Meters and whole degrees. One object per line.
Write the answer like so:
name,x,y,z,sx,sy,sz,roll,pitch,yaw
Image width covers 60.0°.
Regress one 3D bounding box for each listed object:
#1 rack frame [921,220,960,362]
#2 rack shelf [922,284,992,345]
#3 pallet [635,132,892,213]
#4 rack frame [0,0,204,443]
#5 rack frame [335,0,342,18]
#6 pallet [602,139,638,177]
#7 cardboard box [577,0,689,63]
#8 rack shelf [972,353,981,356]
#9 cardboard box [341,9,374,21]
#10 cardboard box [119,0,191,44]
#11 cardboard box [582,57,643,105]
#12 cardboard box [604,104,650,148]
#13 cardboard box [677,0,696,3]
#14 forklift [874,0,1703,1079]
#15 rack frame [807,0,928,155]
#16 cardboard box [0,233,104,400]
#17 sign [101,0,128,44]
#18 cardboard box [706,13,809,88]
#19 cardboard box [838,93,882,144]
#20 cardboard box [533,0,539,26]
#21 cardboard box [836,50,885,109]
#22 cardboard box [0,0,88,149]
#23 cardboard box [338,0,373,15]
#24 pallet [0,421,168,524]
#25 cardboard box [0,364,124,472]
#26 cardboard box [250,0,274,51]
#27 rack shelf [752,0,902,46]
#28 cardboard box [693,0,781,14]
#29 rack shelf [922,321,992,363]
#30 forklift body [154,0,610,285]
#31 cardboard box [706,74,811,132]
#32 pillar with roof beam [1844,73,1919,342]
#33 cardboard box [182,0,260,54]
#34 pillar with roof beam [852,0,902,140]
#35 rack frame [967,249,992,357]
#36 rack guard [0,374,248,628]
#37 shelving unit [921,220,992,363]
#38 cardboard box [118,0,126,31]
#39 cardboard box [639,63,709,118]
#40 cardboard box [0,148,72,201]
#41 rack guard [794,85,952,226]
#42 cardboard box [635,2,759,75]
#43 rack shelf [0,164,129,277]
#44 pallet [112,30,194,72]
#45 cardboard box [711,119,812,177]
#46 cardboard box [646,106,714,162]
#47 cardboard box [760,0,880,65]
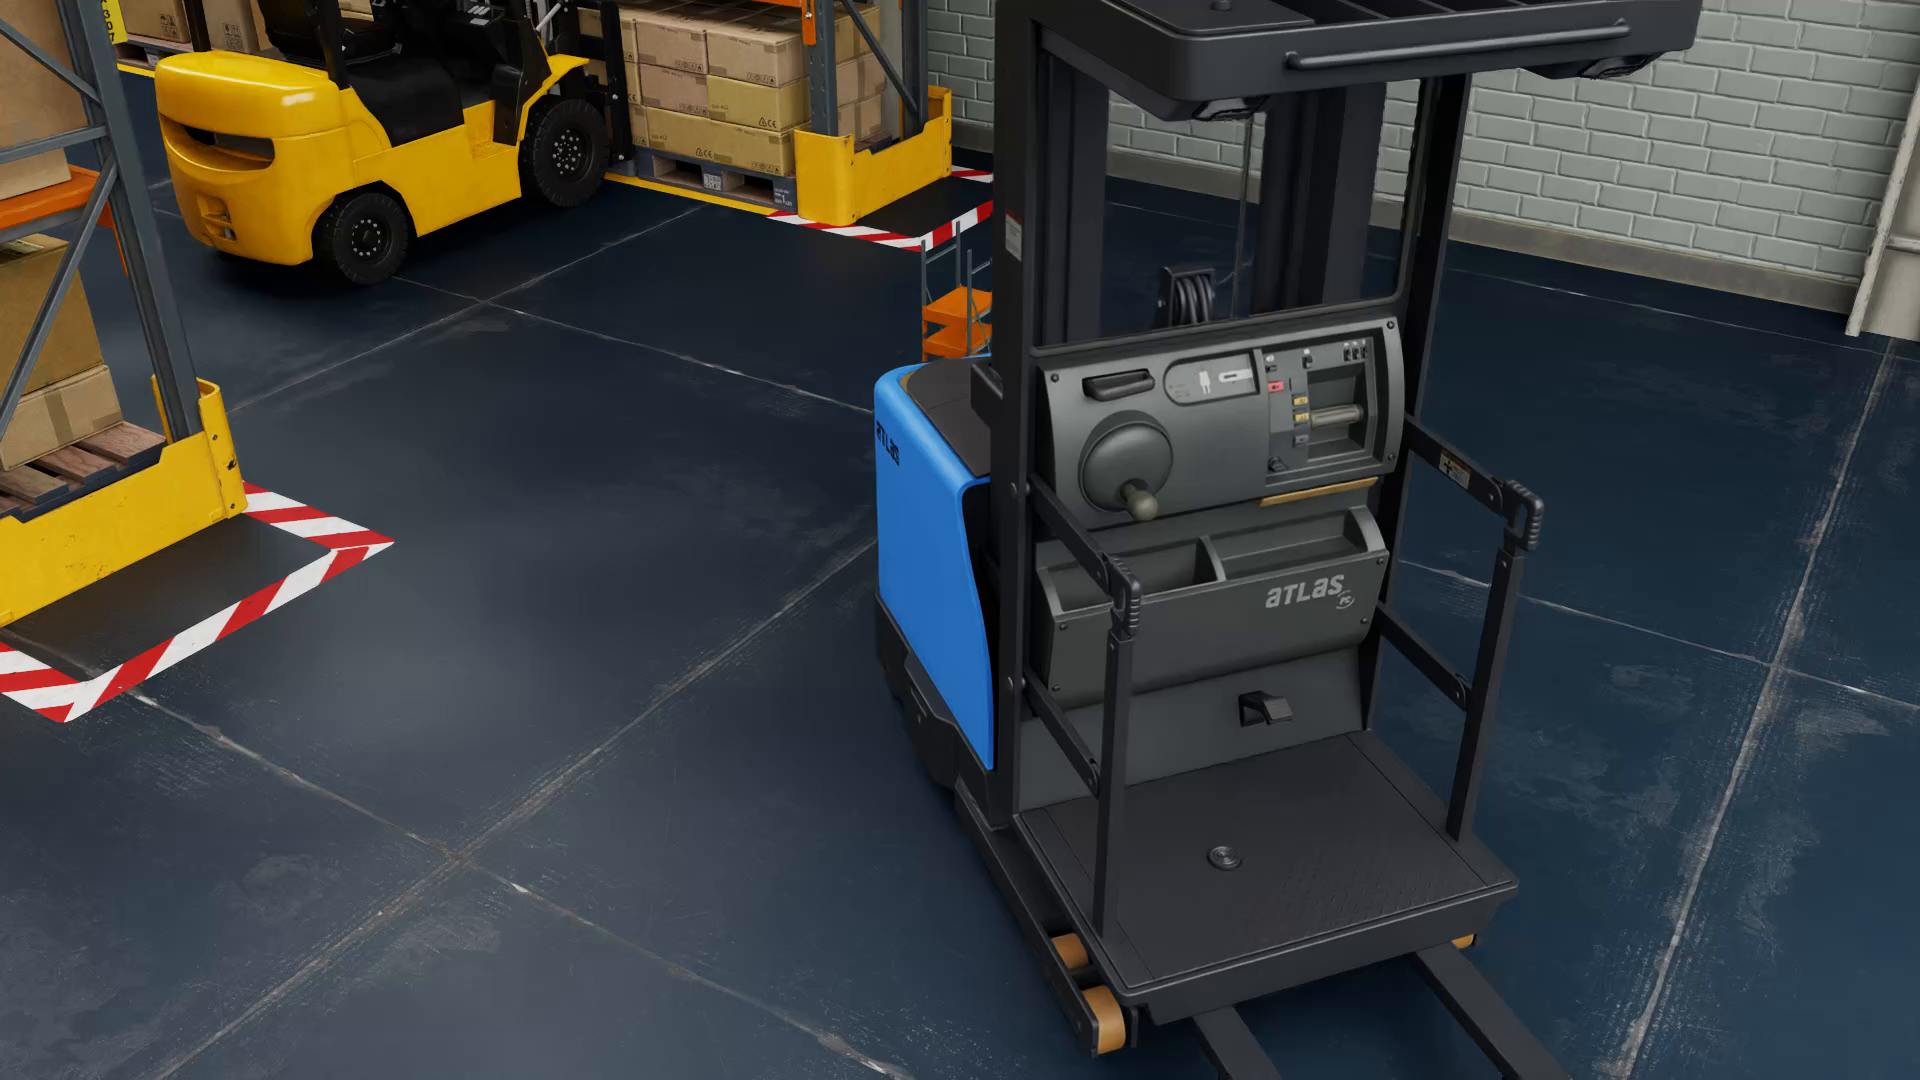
rack frame,-0.065,-0.539,5.983,0.006,1.200,0.240,18,35,27
rack shelf,0.012,-0.787,5.782,0.180,0.103,0.258,18,35,27
pallet,-1.173,-2.309,9.999,1.213,0.211,1.003,18,35,27
rack frame,-3.138,-1.207,5.342,0.127,3.000,1.000,18,35,27
rack frame,-3.891,-4.398,10.812,0.127,3.000,1.000,18,35,27
pallet,-2.202,-2.636,10.559,1.213,0.211,1.003,18,35,27
cardboard box,-1.927,-3.008,9.748,0.500,0.250,0.500,18,35,28
rack shelf,0.012,-0.580,5.903,0.180,0.103,0.258,18,35,27
cardboard box,-3.645,-3.346,10.825,0.500,0.250,0.500,17,34,27
cardboard box,-5.629,-4.100,12.242,0.625,0.625,0.875,16,34,25
cardboard box,-1.949,-2.801,9.891,0.500,0.250,0.500,17,34,26
cardboard box,-1.904,-2.586,10.019,0.500,0.250,0.500,18,35,28
cardboard box,-1.652,-3.233,10.134,0.500,0.250,0.500,17,34,27
forklift,0.712,-0.241,3.754,1.130,2.935,3.031,-11,32,-17
rack frame,-0.503,-3.327,8.975,0.127,3.000,1.000,18,35,27
cardboard box,-3.695,-0.865,6.324,0.500,0.500,0.500,16,34,26
sign,-2.850,-1.813,5.521,0.005,0.325,0.100,18,35,27
cardboard box,-1.058,-2.742,9.294,0.500,0.250,0.500,19,35,29
cardboard box,-0.815,-2.535,9.931,0.500,0.250,0.500,18,35,28
cardboard box,-2.352,-3.147,9.987,0.500,0.250,0.500,17,34,26
cardboard box,-0.790,-2.751,9.804,0.500,0.250,0.500,18,35,28
cardboard box,-3.392,-1.624,5.663,0.500,0.500,0.500,17,34,27
cardboard box,-3.648,-3.560,10.696,0.500,0.250,0.500,17,34,27
pallet,-3.872,-0.256,6.479,1.213,0.211,1.003,18,35,27
cardboard box,-3.675,-0.535,6.502,0.500,0.250,0.500,17,34,27
cardboard box,-4.338,-3.689,11.536,0.625,0.625,0.875,19,35,29
rack shelf,-2.197,-3.552,10.075,4.000,0.370,1.077,18,35,27
cardboard box,-1.234,-3.094,9.896,0.500,0.250,0.500,18,35,27
rack shelf,0.012,-0.683,5.842,0.180,0.103,0.258,18,35,27
forklift body,-3.079,-2.689,8.725,1.214,2.155,2.313,18,35,27
cardboard box,-1.081,-2.533,9.431,0.500,0.250,0.500,17,34,27
pillar with roof beam,2.180,-3.044,2.538,0.400,9.000,9.100,18,35,27
cardboard box,-4.992,-3.900,11.898,0.625,0.625,0.875,17,34,27
pillar with roof beam,-2.902,-4.652,5.293,0.400,9.000,9.100,18,35,27
rack frame,0.090,-0.490,5.899,0.006,1.200,0.240,18,35,27
rack guard,-3.203,-0.148,6.007,0.348,0.500,1.175,18,35,27
shelving unit,0.012,-0.514,5.941,0.189,1.200,0.258,18,35,27
cardboard box,-6.200,-4.281,12.551,0.625,0.625,0.875,19,35,29
cardboard box,-1.500,-2.672,9.669,0.500,0.250,0.500,17,34,27
cardboard box,-3.316,-1.278,5.713,0.250,0.149,0.380,18,35,28
rack guard,-0.482,-2.240,9.594,0.348,0.500,1.175,18,35,27
cardboard box,-1.494,-2.877,9.524,0.500,0.250,0.500,18,35,28
rack shelf,-4.832,-1.432,6.442,4.000,0.370,1.077,18,35,27
pallet,-5.573,-3.701,12.384,1.213,0.211,1.003,18,35,27
cardboard box,-1.069,-2.311,9.547,0.500,0.250,0.500,18,35,28
cardboard box,-1.485,-2.449,9.782,0.500,0.250,0.500,18,35,27
cardboard box,-0.809,-2.962,9.670,0.500,0.250,0.500,17,34,27
